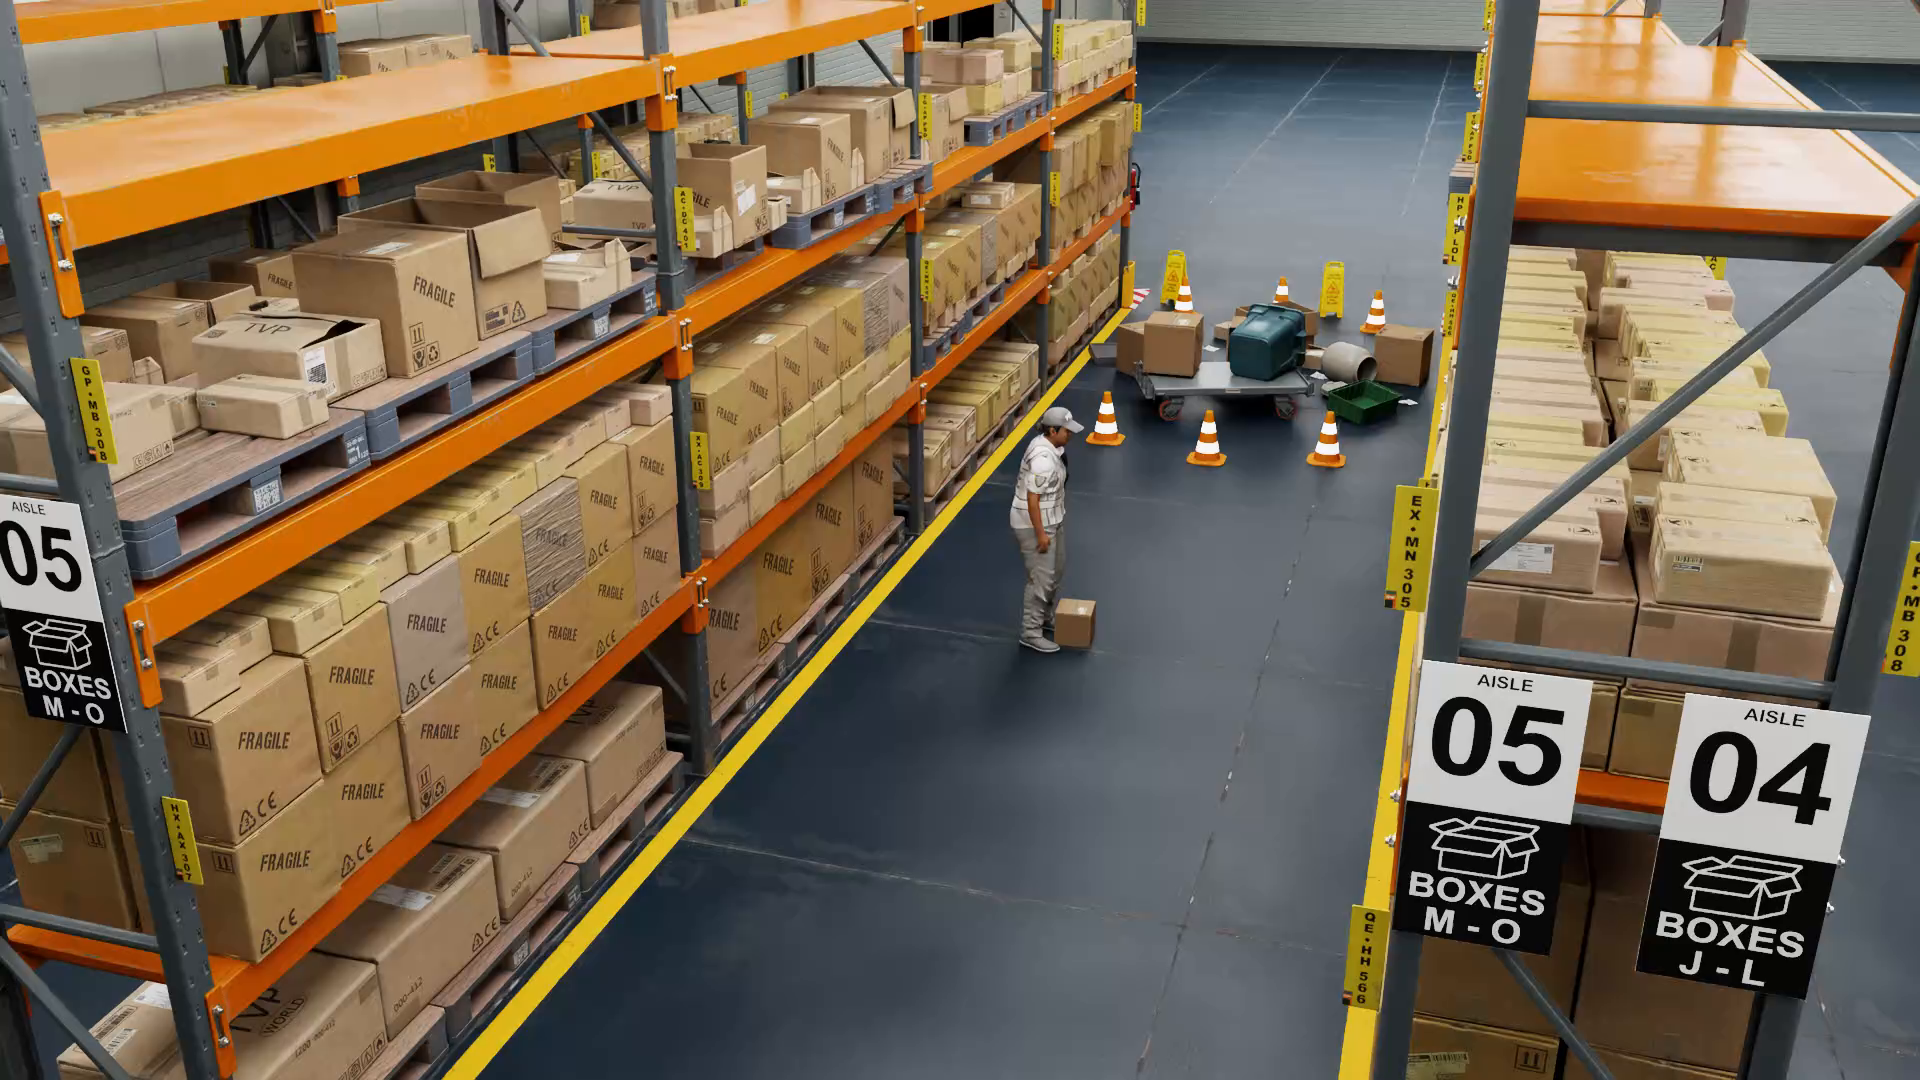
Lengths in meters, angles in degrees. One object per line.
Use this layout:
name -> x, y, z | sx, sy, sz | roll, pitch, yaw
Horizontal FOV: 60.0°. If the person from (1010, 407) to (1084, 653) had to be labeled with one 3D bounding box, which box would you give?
person -> 0.585, -0.101, 11.330 | 0.471, 1.665, 0.561 | 5, 23, 12
